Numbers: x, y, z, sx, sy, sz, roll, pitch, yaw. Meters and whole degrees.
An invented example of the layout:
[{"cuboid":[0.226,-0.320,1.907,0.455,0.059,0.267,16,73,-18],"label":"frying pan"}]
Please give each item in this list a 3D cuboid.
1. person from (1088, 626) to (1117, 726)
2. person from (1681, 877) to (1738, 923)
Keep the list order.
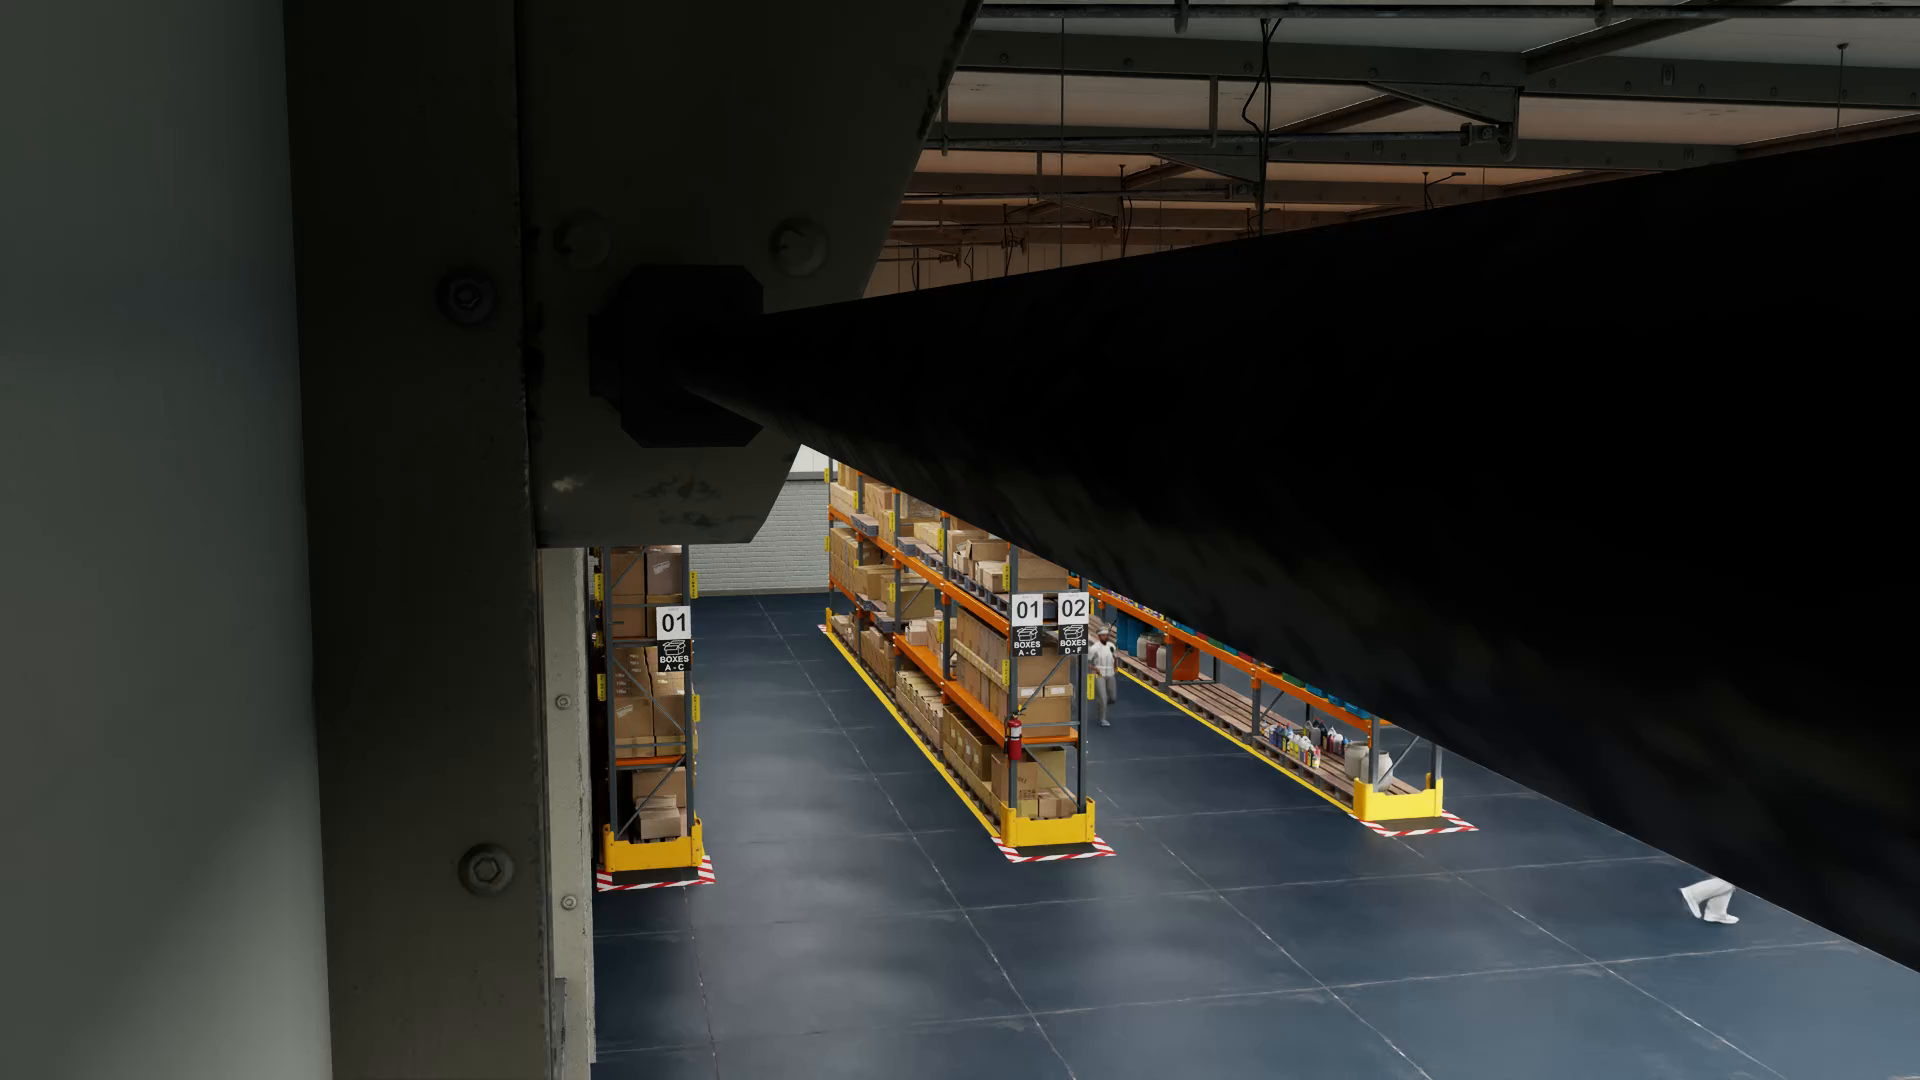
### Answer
[{"cuboid":[2.372,2.240,27.587,0.573,1.650,0.584,-2,7,-19],"label":"person"},{"cuboid":[8.216,3.326,18.147,0.630,1.741,0.703,1,7,12],"label":"person"}]
